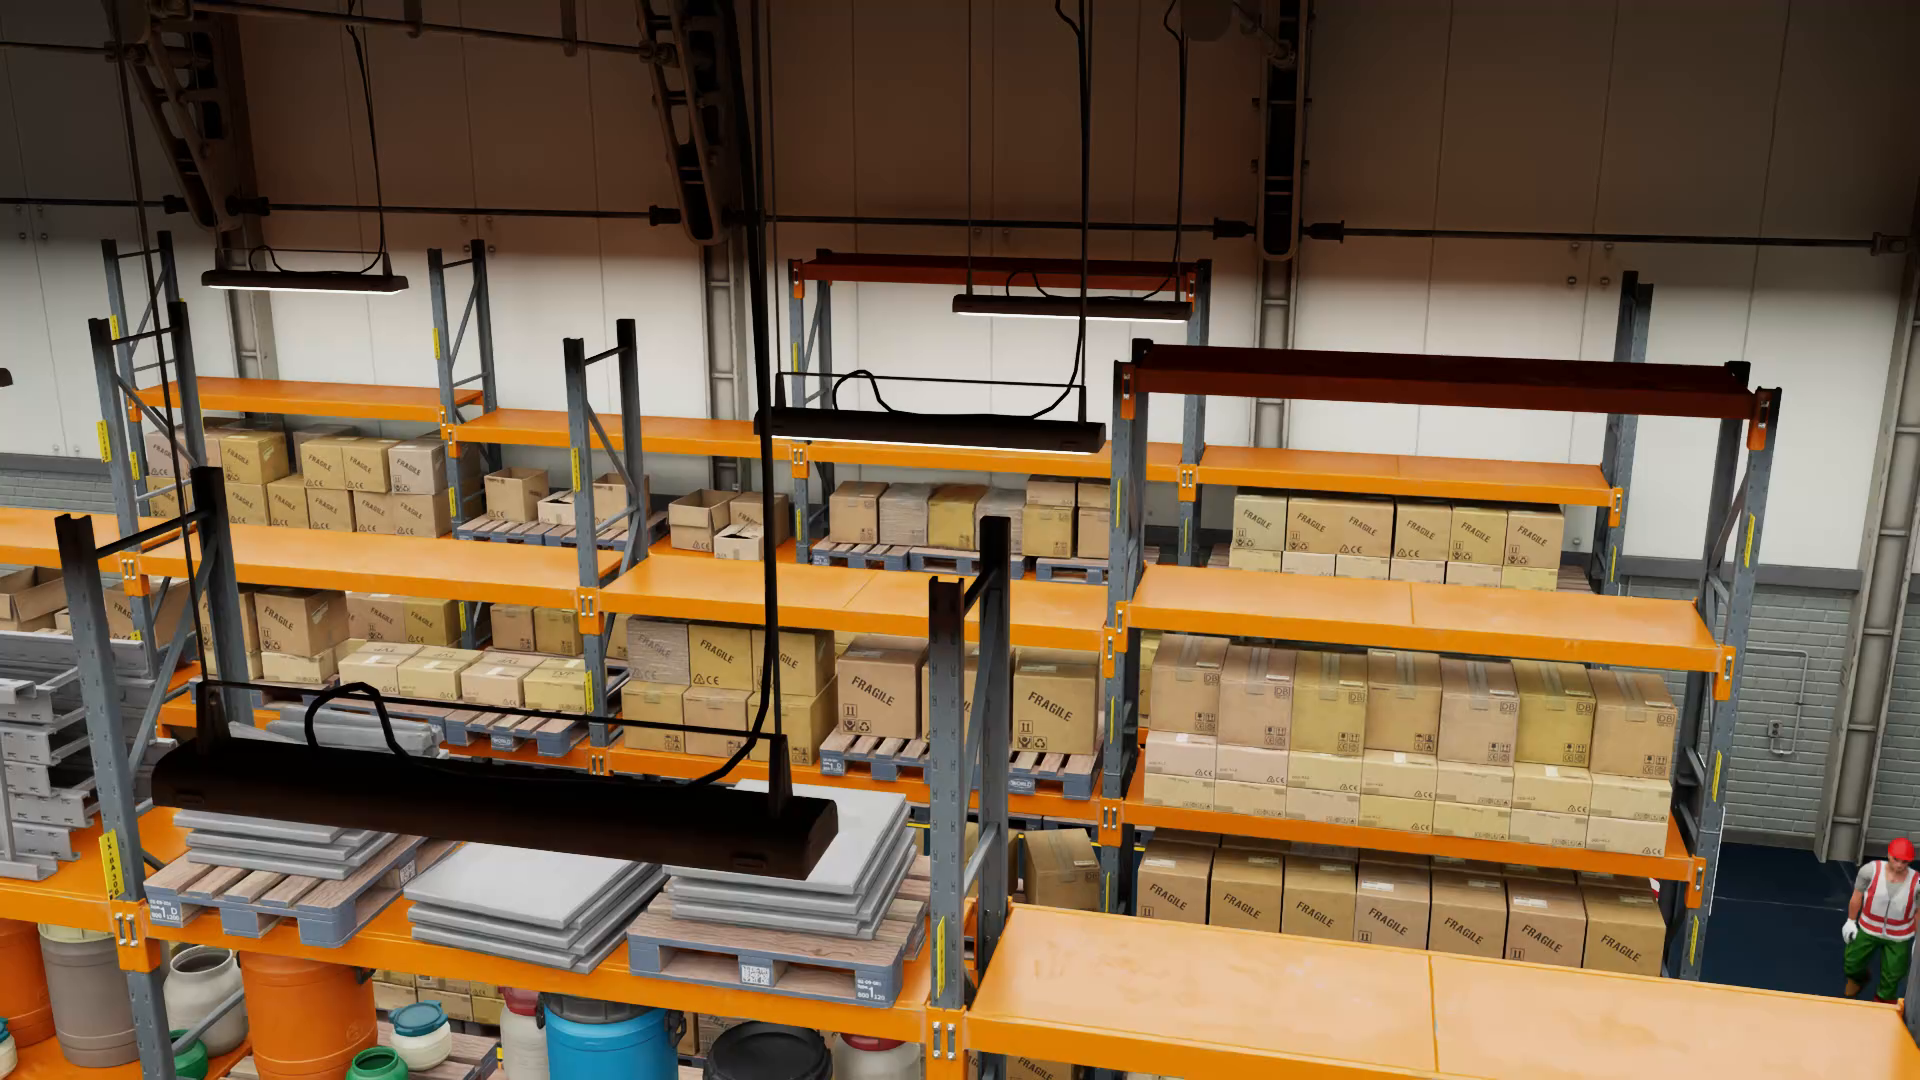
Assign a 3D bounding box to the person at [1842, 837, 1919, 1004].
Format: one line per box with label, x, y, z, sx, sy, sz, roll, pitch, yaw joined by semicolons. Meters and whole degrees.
person;7.776;3.277;13.977;0.612;1.781;0.703;10;19;31
